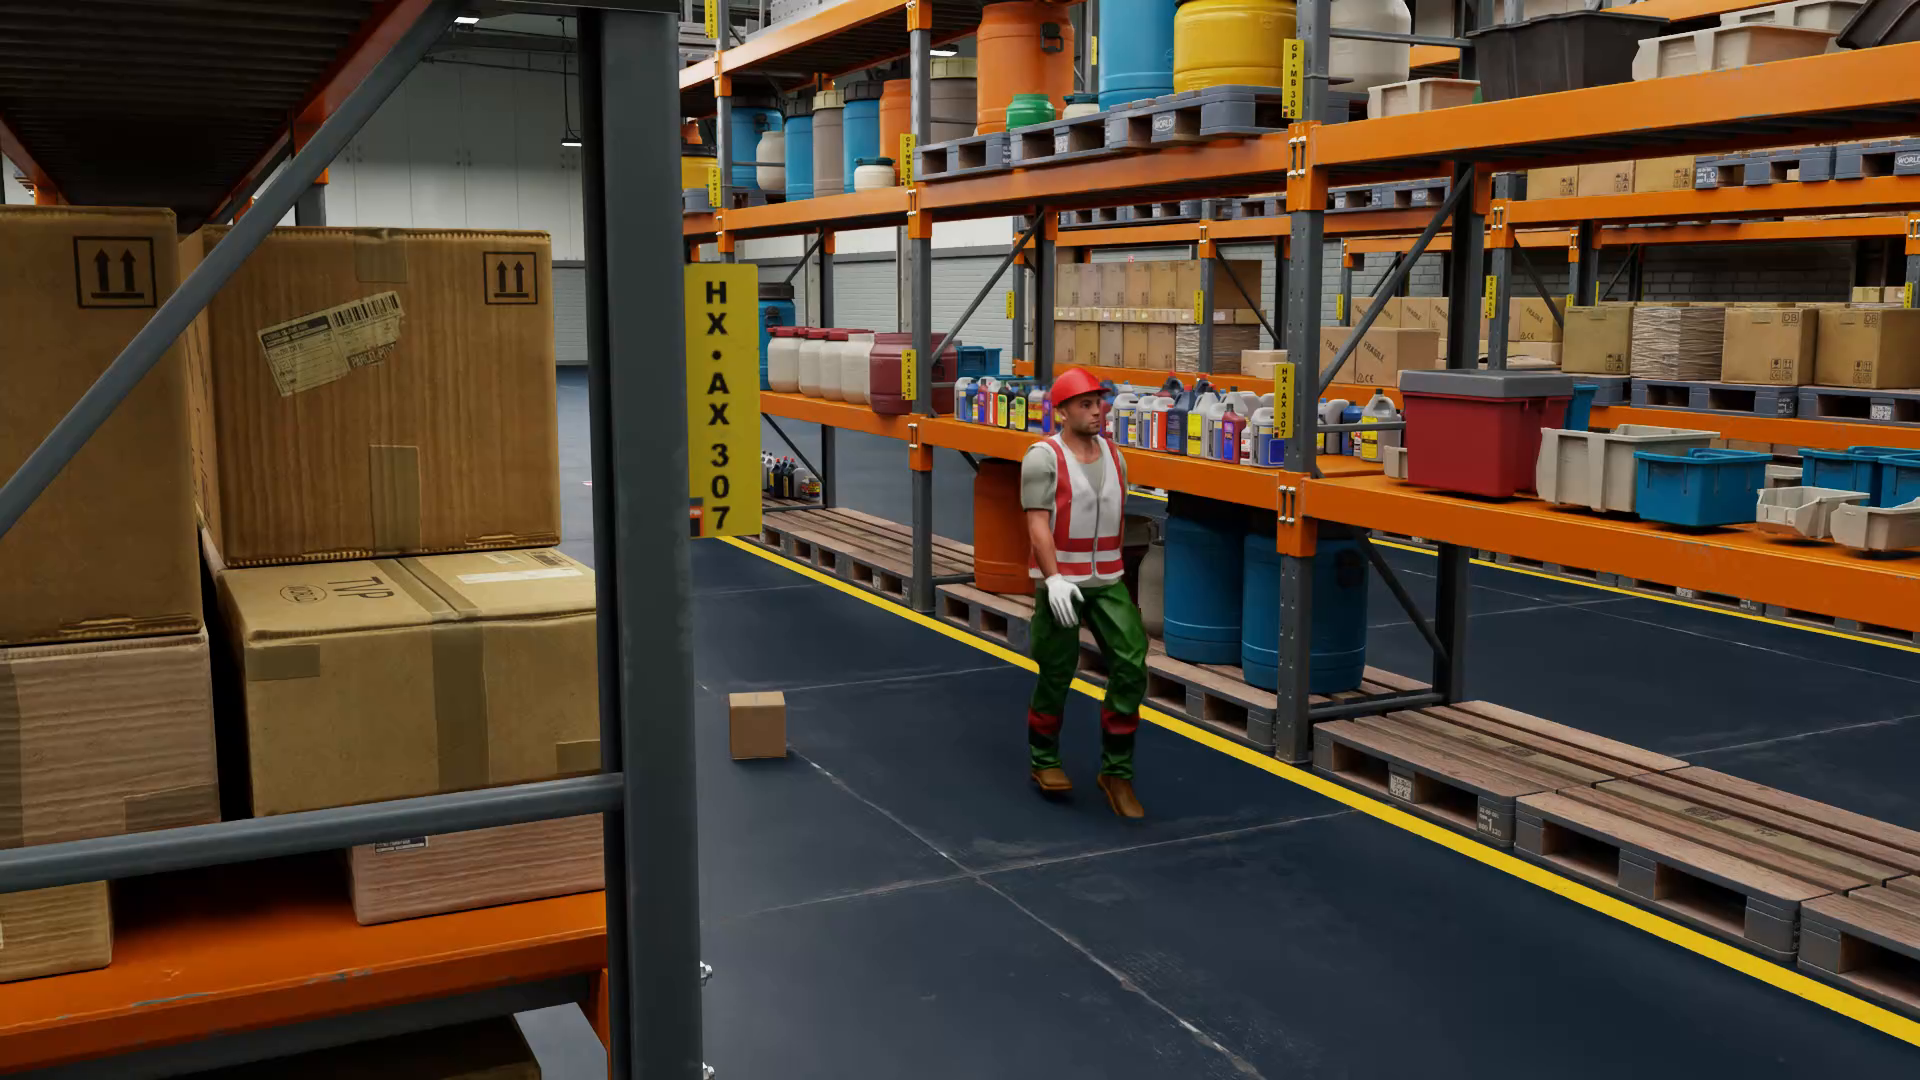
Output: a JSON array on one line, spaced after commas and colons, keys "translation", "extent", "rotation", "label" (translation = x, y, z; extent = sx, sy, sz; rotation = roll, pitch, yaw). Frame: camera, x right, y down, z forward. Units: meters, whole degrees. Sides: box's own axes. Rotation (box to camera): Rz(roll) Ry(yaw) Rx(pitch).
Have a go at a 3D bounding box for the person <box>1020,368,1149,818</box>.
[{"translation": [0.507, 0.224, 6.819], "extent": [0.538, 1.847, 0.590], "rotation": [-4, 9, -26], "label": "person"}]
